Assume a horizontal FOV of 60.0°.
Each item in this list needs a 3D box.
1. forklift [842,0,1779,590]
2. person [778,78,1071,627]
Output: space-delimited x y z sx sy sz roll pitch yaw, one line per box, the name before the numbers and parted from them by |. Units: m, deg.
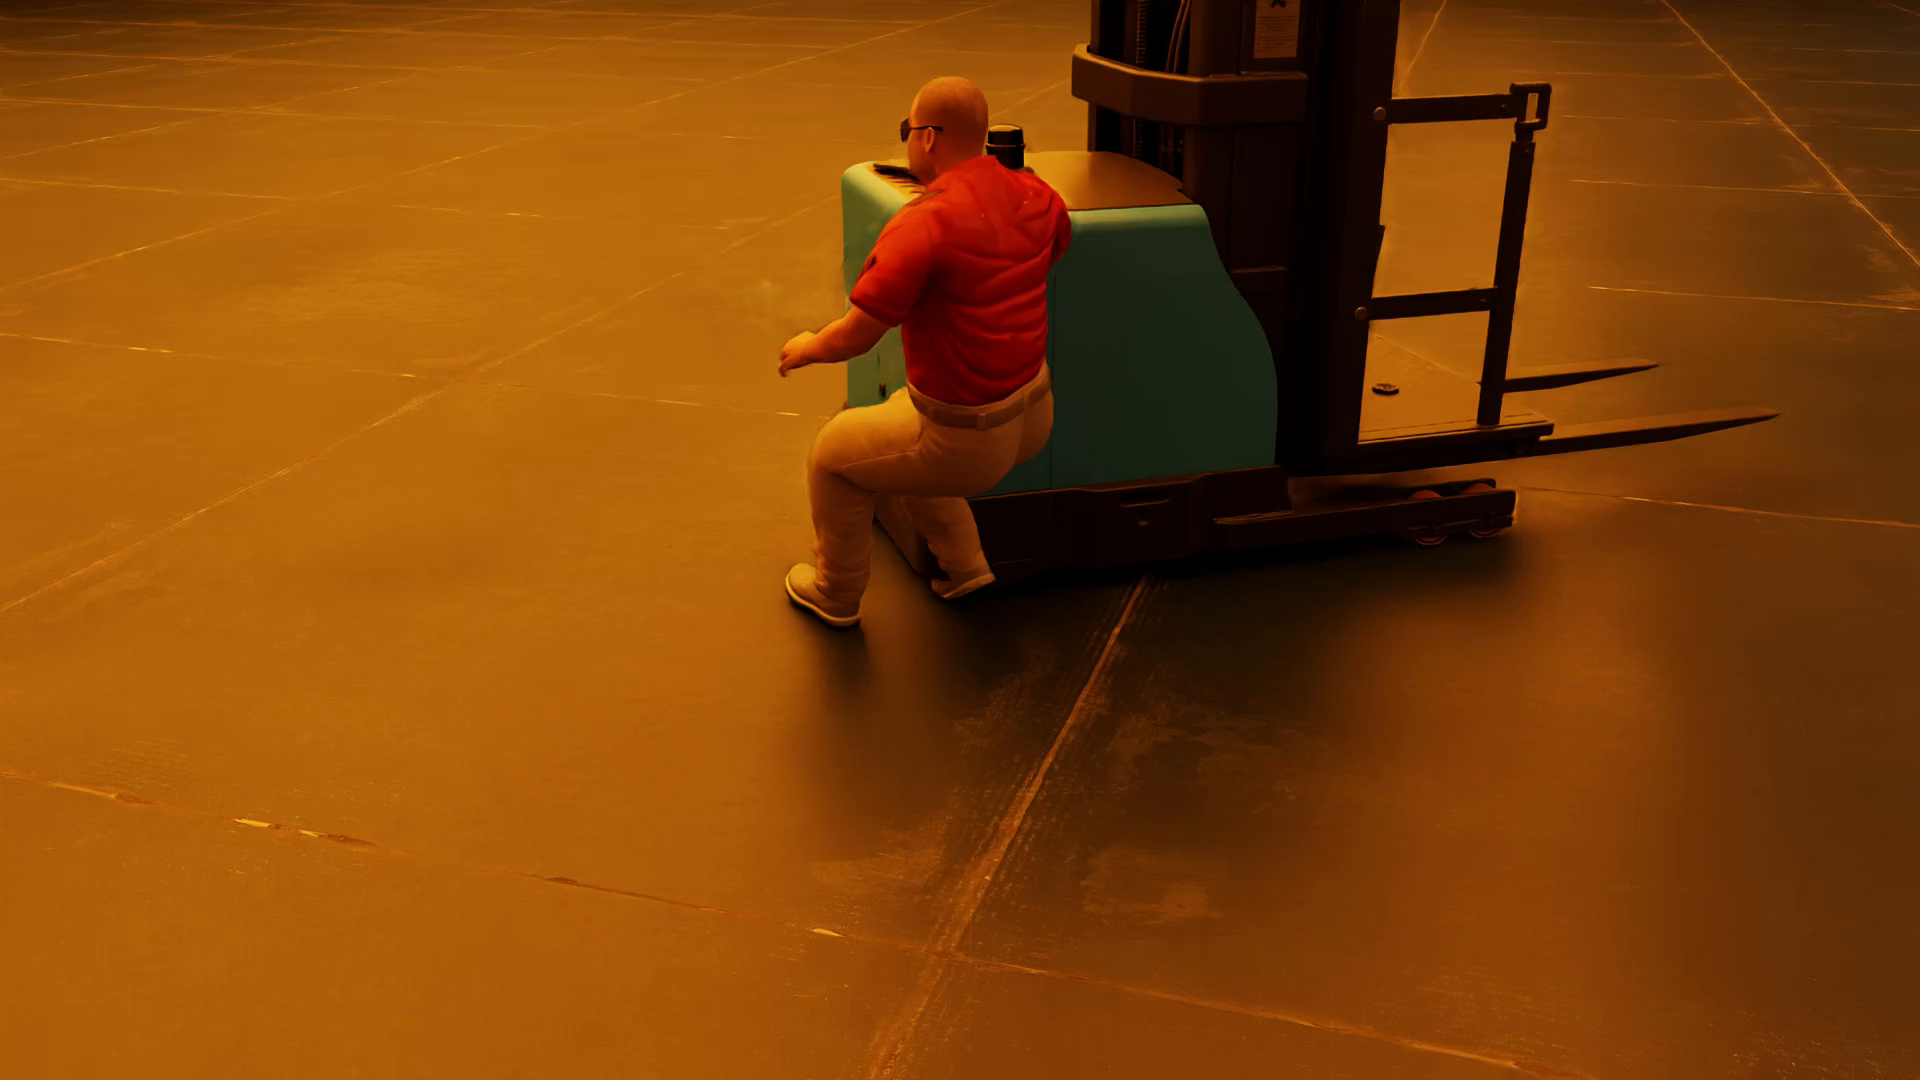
forklift | 1.197 -1.523 4.969 3.031 2.935 1.130 -7 23 -16
person | -0.178 -0.407 4.230 0.843 1.531 0.819 15 27 31
